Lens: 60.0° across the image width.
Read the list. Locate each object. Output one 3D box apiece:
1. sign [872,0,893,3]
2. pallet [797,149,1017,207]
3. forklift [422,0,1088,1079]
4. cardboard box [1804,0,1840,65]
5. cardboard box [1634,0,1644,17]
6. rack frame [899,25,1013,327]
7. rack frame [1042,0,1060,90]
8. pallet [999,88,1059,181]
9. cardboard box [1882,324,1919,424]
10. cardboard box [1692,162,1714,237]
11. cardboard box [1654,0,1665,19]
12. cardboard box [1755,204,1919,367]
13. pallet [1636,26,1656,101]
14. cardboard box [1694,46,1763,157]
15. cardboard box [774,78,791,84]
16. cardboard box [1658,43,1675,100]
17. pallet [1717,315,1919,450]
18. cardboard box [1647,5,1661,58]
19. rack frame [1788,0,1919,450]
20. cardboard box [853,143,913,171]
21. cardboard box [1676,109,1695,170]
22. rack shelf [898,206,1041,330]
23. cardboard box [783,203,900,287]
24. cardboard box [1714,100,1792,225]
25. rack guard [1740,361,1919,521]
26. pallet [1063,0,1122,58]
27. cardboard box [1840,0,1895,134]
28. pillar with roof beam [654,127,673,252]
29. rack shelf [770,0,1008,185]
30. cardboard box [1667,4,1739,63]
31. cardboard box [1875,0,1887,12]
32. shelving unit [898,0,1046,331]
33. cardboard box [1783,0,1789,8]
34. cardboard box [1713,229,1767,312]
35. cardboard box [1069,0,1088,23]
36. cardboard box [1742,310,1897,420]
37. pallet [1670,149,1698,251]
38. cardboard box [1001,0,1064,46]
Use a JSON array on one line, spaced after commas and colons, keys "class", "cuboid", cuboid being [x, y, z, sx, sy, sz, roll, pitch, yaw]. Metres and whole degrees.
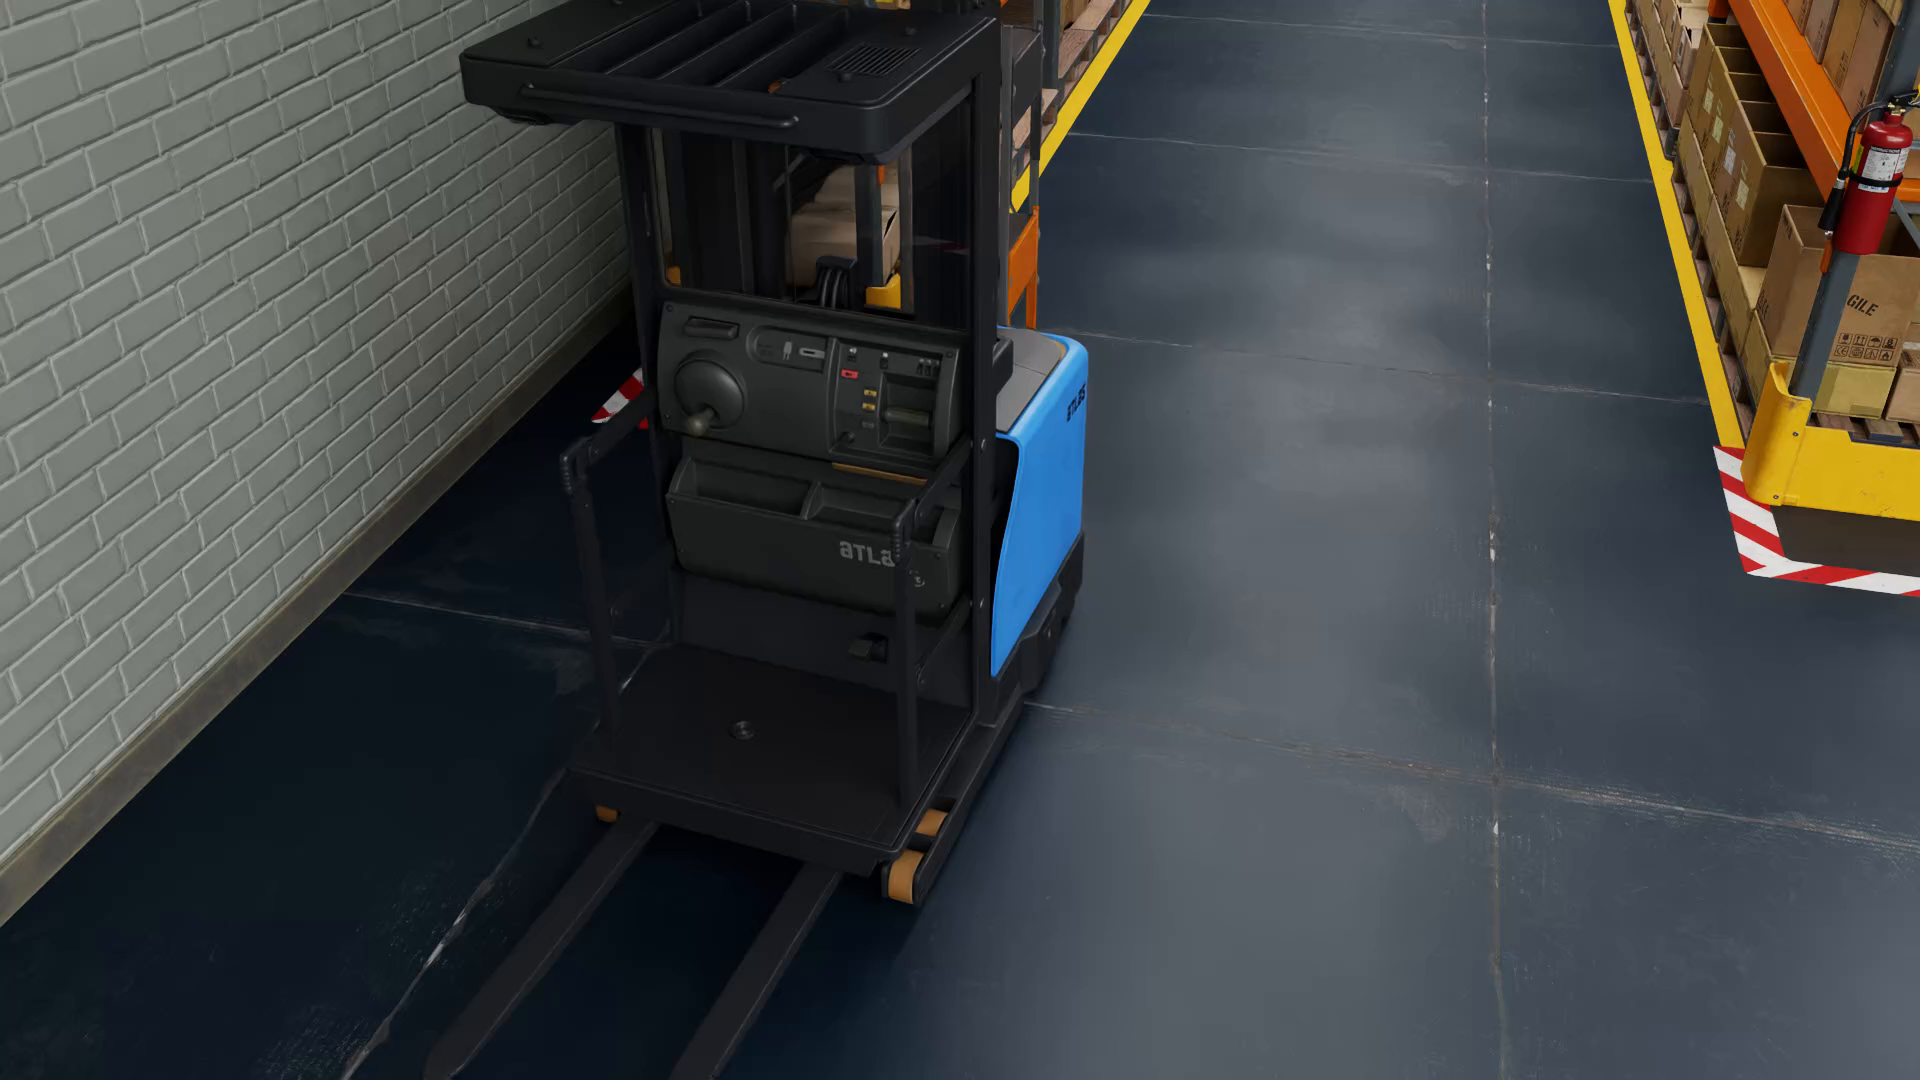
[{"class": "sign", "cuboid": [-0.330, -2.413, 6.942, 0.100, 0.325, 0.005, 8, 33, 12]}, {"class": "pallet", "cuboid": [-0.284, -2.032, 9.749, 1.003, 0.211, 1.213, 8, 33, 12]}, {"class": "forklift", "cuboid": [-0.521, -0.391, 4.633, 1.130, 2.935, 3.031, 11, 34, 17]}, {"class": "cardboard box", "cuboid": [4.459, -2.535, 7.848, 0.700, 0.500, 0.500, 9, 34, 14]}, {"class": "cardboard box", "cuboid": [5.424, -4.124, 12.613, 0.500, 0.250, 0.500, 7, 33, 11]}, {"class": "rack frame", "cuboid": [-0.020, -0.845, 6.123, 0.400, 2.100, 0.015, 8, 33, 12]}, {"class": "rack frame", "cuboid": [0.160, -4.197, 10.556, 1.000, 3.000, 0.127, 8, 33, 12]}, {"class": "pallet", "cuboid": [0.024, -2.667, 10.748, 1.003, 0.211, 1.213, 8, 33, 12]}, {"class": "cardboard box", "cuboid": [4.289, -0.713, 7.248, 0.500, 0.250, 0.500, 8, 33, 12]}, {"class": "cardboard box", "cuboid": [4.278, -1.824, 8.995, 0.500, 0.250, 0.500, 8, 33, 12]}, {"class": "cardboard box", "cuboid": [5.164, -3.817, 11.607, 0.500, 0.311, 0.500, 8, 33, 12]}, {"class": "cardboard box", "cuboid": [3.786, -1.101, 7.158, 0.500, 0.500, 0.500, 8, 33, 12]}, {"class": "pallet", "cuboid": [5.410, -3.370, 11.855, 1.003, 0.211, 1.213, 8, 33, 12]}, {"class": "cardboard box", "cuboid": [4.413, -2.399, 9.200, 0.500, 0.500, 0.500, 8, 33, 12]}, {"class": "cardboard box", "cuboid": [-0.924, -2.335, 7.748, 0.500, 0.250, 0.500, 8, 33, 13]}, {"class": "cardboard box", "cuboid": [4.908, -3.058, 10.936, 0.500, 0.250, 0.500, 8, 33, 12]}, {"class": "pallet", "cuboid": [4.091, -0.674, 7.614, 1.003, 0.211, 1.213, 8, 33, 12]}, {"class": "cardboard box", "cuboid": [5.168, -3.587, 11.769, 0.500, 0.250, 0.500, 9, 33, 13]}, {"class": "rack frame", "cuboid": [3.938, -1.449, 6.233, 1.000, 3.000, 0.127, 8, 33, 12]}, {"class": "cardboard box", "cuboid": [-0.213, -2.268, 9.442, 0.700, 0.500, 0.500, 6, 33, 9]}, {"class": "cardboard box", "cuboid": [4.542, -2.342, 9.809, 0.500, 0.250, 0.500, 8, 33, 12]}, {"class": "rack shelf", "cuboid": [0.042, -0.960, 6.329, 0.431, 0.518, 0.480, 8, 33, 12]}, {"class": "cardboard box", "cuboid": [-0.592, -1.519, 8.439, 0.500, 0.311, 0.500, 4, 33, 7]}, {"class": "cardboard box", "cuboid": [4.154, -1.881, 8.385, 0.500, 0.500, 0.500, 8, 33, 12]}, {"class": "rack guard", "cuboid": [3.932, -0.381, 6.884, 1.175, 0.500, 0.348, 8, 33, 12]}, {"class": "pallet", "cuboid": [0.664, -4.059, 12.939, 1.003, 0.211, 1.213, 8, 33, 12]}, {"class": "cardboard box", "cuboid": [4.197, -2.004, 7.014, 0.700, 0.500, 0.500, 9, 34, 14]}, {"class": "pillar with roof beam", "cuboid": [2.650, -4.548, 5.516, 9.100, 9.000, 0.400, 8, 33, 12]}, {"class": "rack shelf", "cuboid": [-0.347, -2.855, 9.116, 1.077, 0.370, 4.000, 8, 33, 12]}, {"class": "cardboard box", "cuboid": [4.904, -3.298, 10.790, 0.500, 0.311, 0.500, 9, 34, 14]}, {"class": "cardboard box", "cuboid": [3.980, -2.257, 6.807, 0.380, 0.149, 0.250, 8, 33, 12]}, {"class": "shelving unit", "cuboid": [0.042, -0.972, 6.322, 0.431, 2.100, 0.503, 8, 33, 12]}, {"class": "cardboard box", "cuboid": [4.719, -3.061, 8.675, 0.700, 0.500, 0.500, 8, 33, 12]}, {"class": "cardboard box", "cuboid": [4.028, -1.305, 8.178, 0.500, 0.250, 0.500, 8, 33, 12]}, {"class": "cardboard box", "cuboid": [0.582, -4.246, 12.553, 0.700, 0.500, 0.500, 8, 33, 13]}, {"class": "cardboard box", "cuboid": [3.788, -0.784, 7.359, 0.500, 0.250, 0.500, 8, 33, 12]}, {"class": "pallet", "cuboid": [4.710, -1.941, 9.606, 1.003, 0.211, 1.213, 8, 33, 12]}, {"class": "cardboard box", "cuboid": [0.331, -3.712, 11.713, 0.700, 0.500, 0.500, 9, 34, 14]}]
